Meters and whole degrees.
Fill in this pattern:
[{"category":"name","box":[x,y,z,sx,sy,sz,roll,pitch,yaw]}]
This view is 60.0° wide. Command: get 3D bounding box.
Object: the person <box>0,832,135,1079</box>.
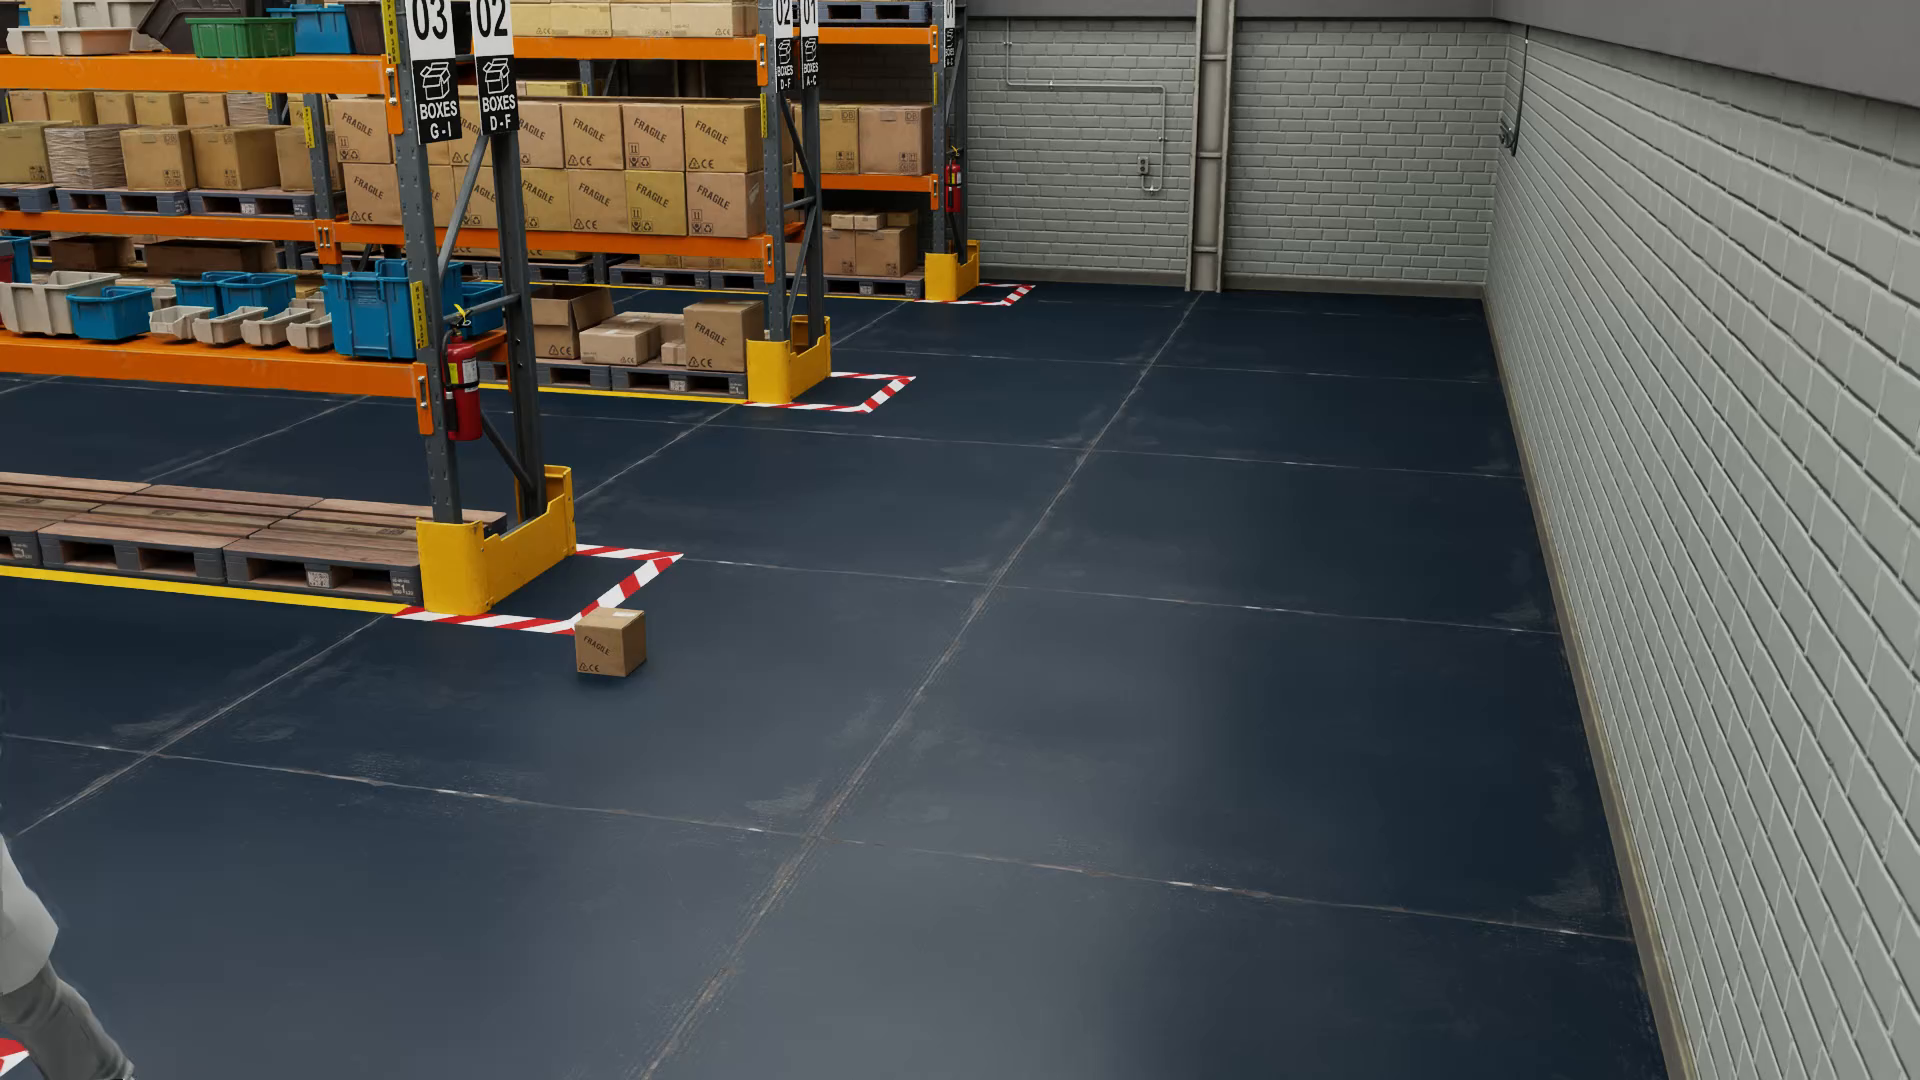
[{"category":"person","box":[-2.666,0.932,4.163,0.569,1.732,1.045,8,20,24]}]
